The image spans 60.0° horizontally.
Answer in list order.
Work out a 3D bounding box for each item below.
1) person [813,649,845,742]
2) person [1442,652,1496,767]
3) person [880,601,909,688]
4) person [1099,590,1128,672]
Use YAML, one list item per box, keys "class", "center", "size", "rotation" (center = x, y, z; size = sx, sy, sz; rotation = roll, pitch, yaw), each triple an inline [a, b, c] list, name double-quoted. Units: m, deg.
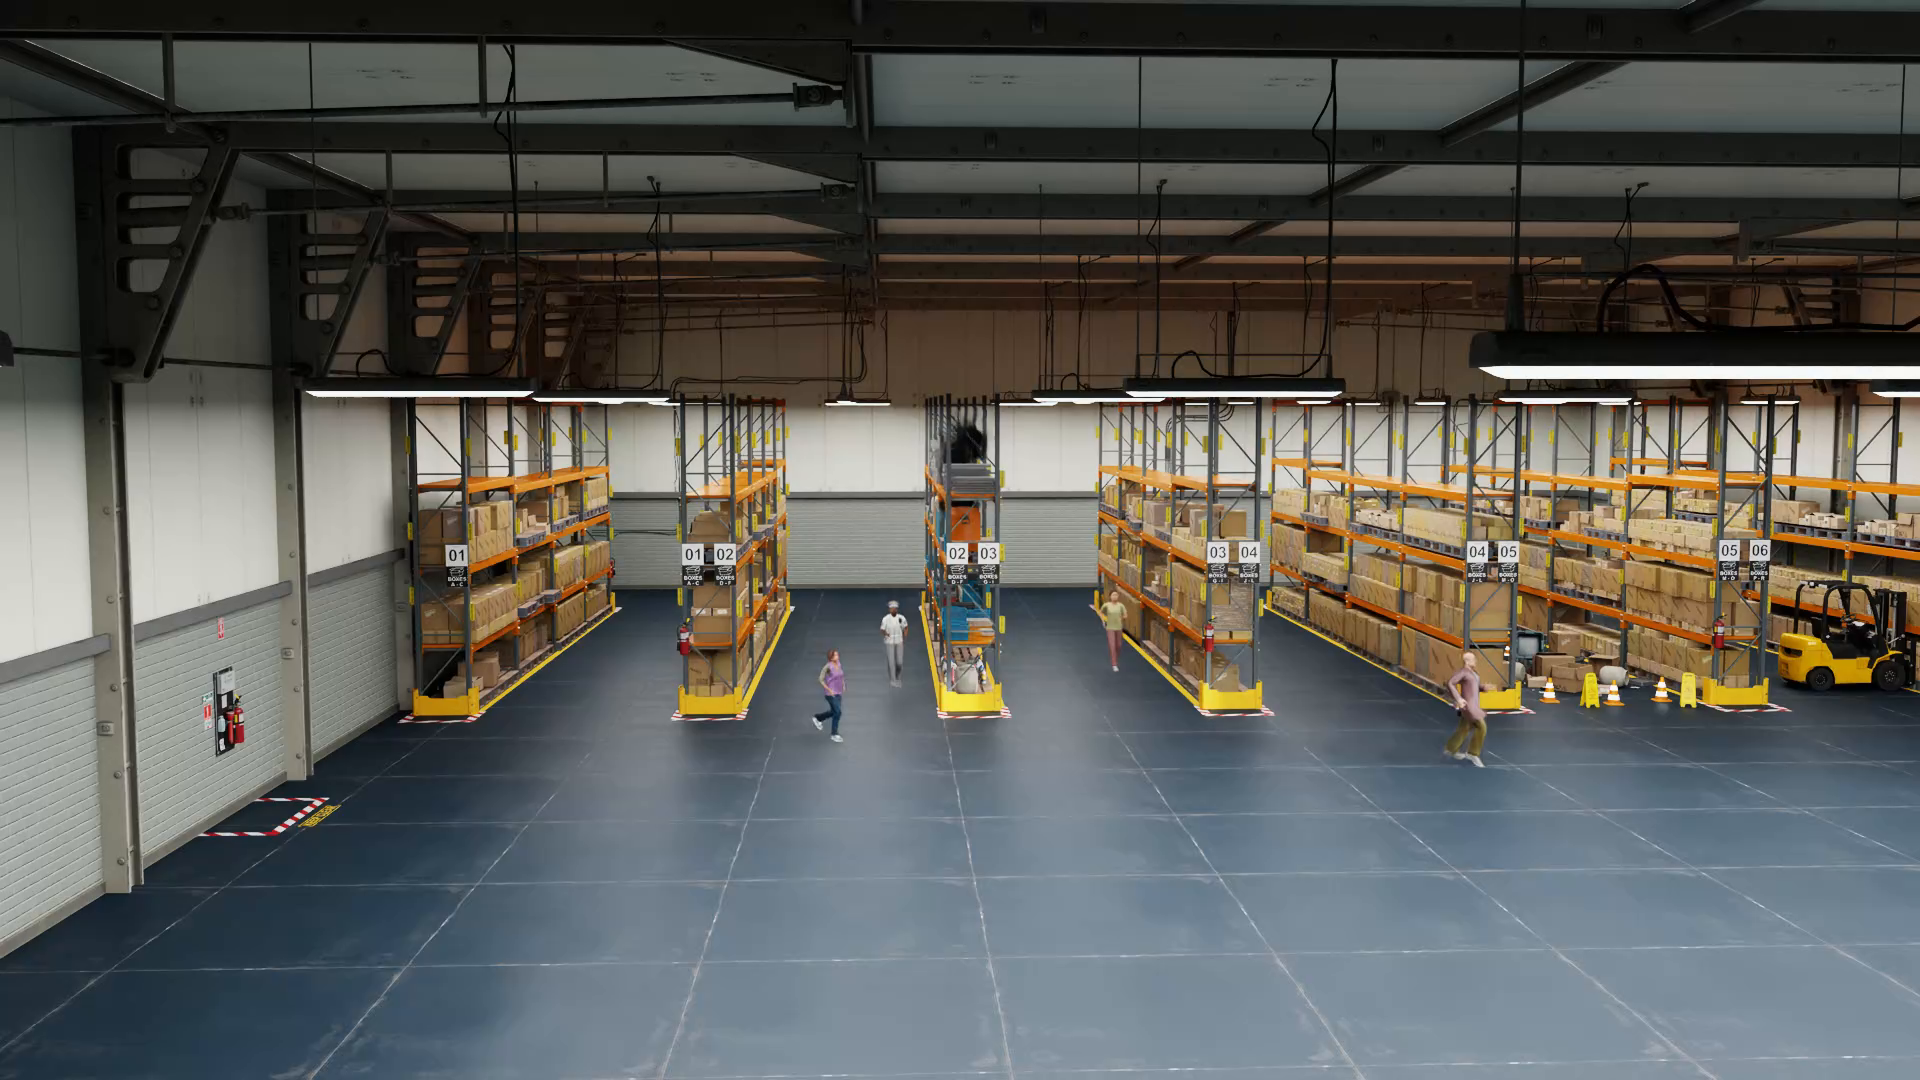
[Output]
- class: "person"
  center: [-2.282, 2.669, 28.788]
  size: [0.674, 1.596, 0.540]
  rotation: [3, 5, 33]
- class: "person"
  center: [8.194, 2.727, 26.746]
  size: [0.799, 1.842, 0.668]
  rotation: [2, 5, 27]
- class: "person"
  center: [-1.269, 2.050, 32.437]
  size: [0.563, 1.723, 0.572]
  rotation: [0, 5, -5]
- class: "person"
  center: [3.205, 1.871, 34.544]
  size: [0.586, 1.670, 0.848]
  rotation: [-1, 5, -6]
